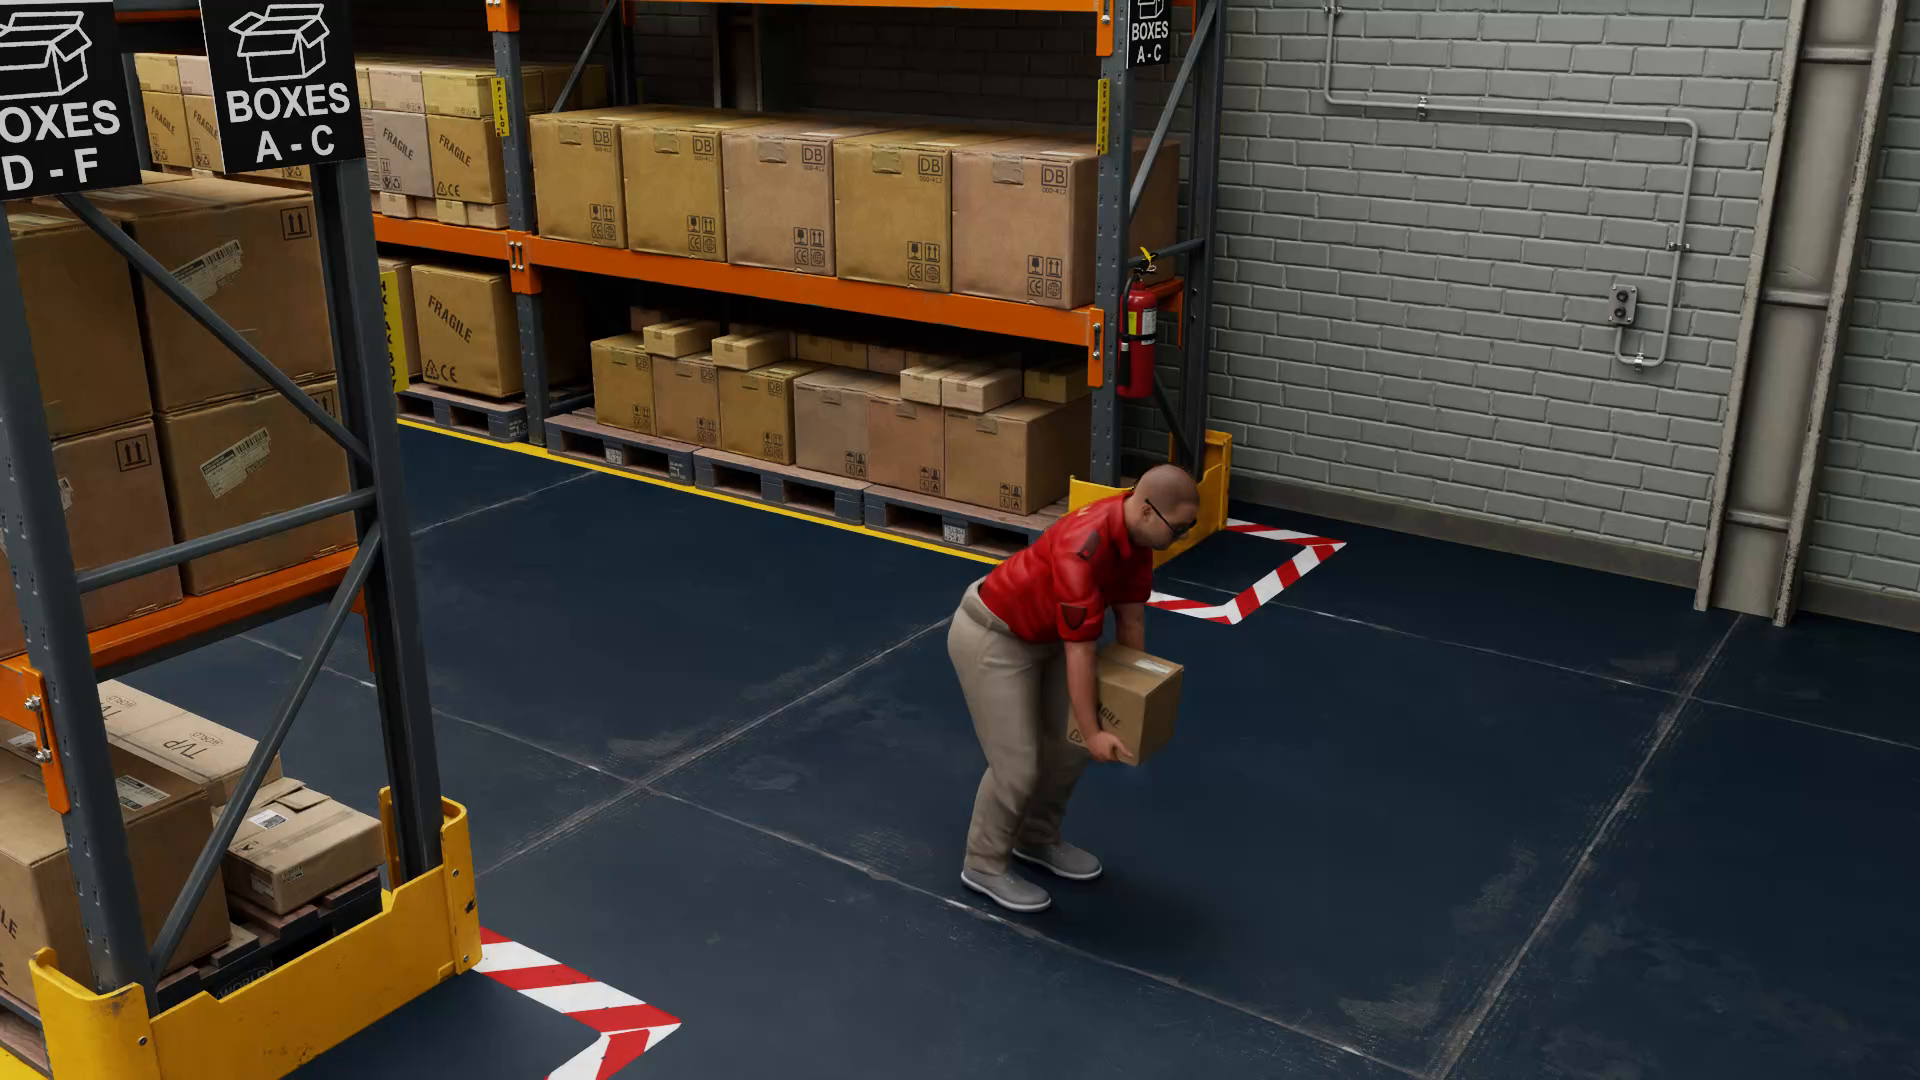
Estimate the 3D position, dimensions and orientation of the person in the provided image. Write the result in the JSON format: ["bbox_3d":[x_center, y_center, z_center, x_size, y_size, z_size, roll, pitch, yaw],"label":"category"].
[{"bbox_3d":[0.352,0.451,5.210,0.779,1.482,0.486,12,23,31],"label":"person"}]
